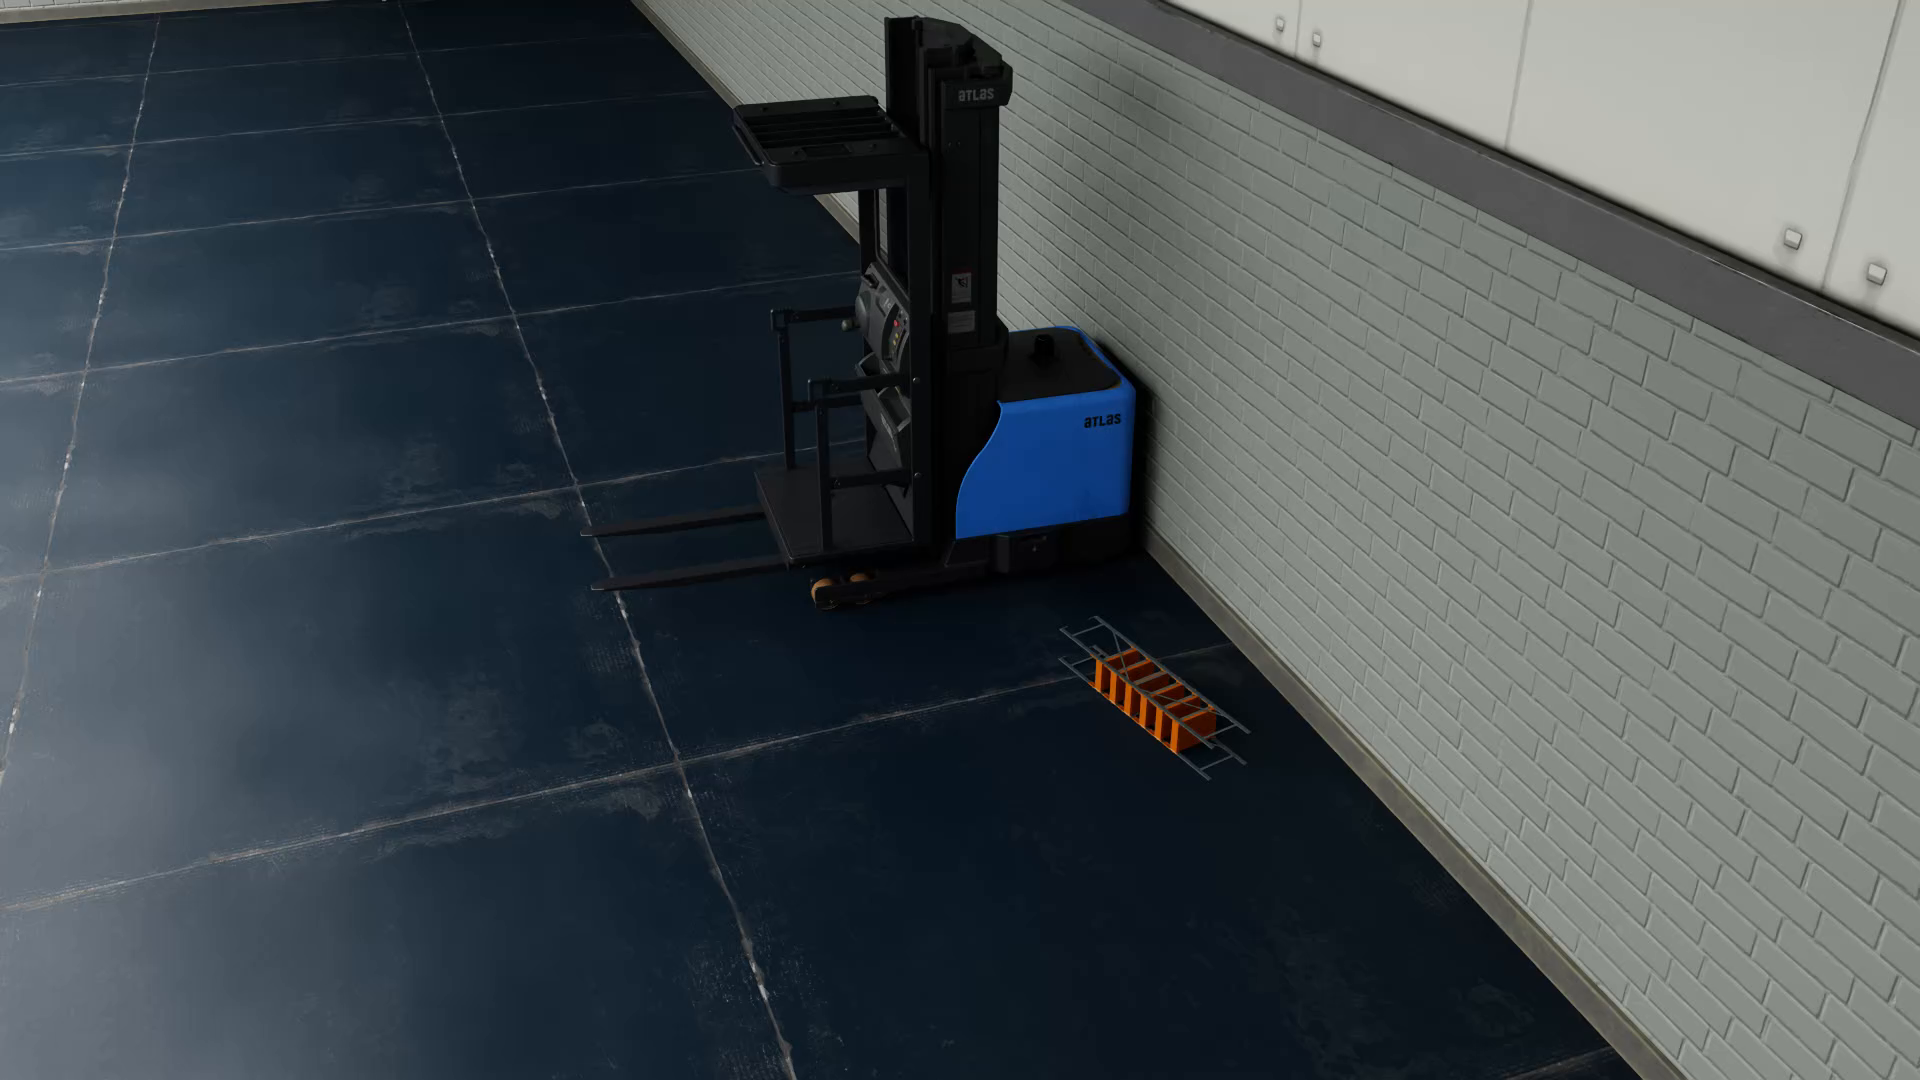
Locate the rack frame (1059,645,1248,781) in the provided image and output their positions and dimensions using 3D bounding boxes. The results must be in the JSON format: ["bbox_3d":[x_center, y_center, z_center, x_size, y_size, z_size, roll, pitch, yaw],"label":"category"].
[{"bbox_3d":[0.938,0.839,8.265,0.240,0.006,1.200,-18,34,-28],"label":"rack frame"}]

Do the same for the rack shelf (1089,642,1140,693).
[{"bbox_3d":[0.784,0.640,8.426,0.258,0.180,0.103,-18,34,-28],"label":"rack shelf"}]

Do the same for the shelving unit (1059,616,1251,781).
[{"bbox_3d":[0.938,0.759,8.219,0.258,0.189,1.200,-18,34,-28],"label":"shelving unit"}]

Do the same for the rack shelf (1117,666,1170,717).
[{"bbox_3d":[0.914,0.741,8.252,0.258,0.180,0.103,-18,34,-28],"label":"rack shelf"}]

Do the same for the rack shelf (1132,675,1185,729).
[{"bbox_3d":[0.979,0.791,8.164,0.258,0.180,0.103,-18,34,-28],"label":"rack shelf"}]

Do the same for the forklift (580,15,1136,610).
[{"bbox_3d":[-0.599,-1.185,8.870,3.031,2.935,1.130,-8,31,-14],"label":"forklift"}]

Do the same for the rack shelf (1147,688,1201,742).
[{"bbox_3d":[1.044,0.842,8.077,0.258,0.180,0.103,-18,34,-28],"label":"rack shelf"}]

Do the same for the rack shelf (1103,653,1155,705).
[{"bbox_3d":[0.849,0.690,8.339,0.258,0.180,0.103,-18,34,-28],"label":"rack shelf"}]

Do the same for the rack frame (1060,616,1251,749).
[{"bbox_3d":[0.939,0.680,8.174,0.240,0.006,1.200,-18,34,-28],"label":"rack frame"}]

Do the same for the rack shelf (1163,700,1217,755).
[{"bbox_3d":[1.109,0.892,7.990,0.258,0.180,0.103,-18,34,-28],"label":"rack shelf"}]
